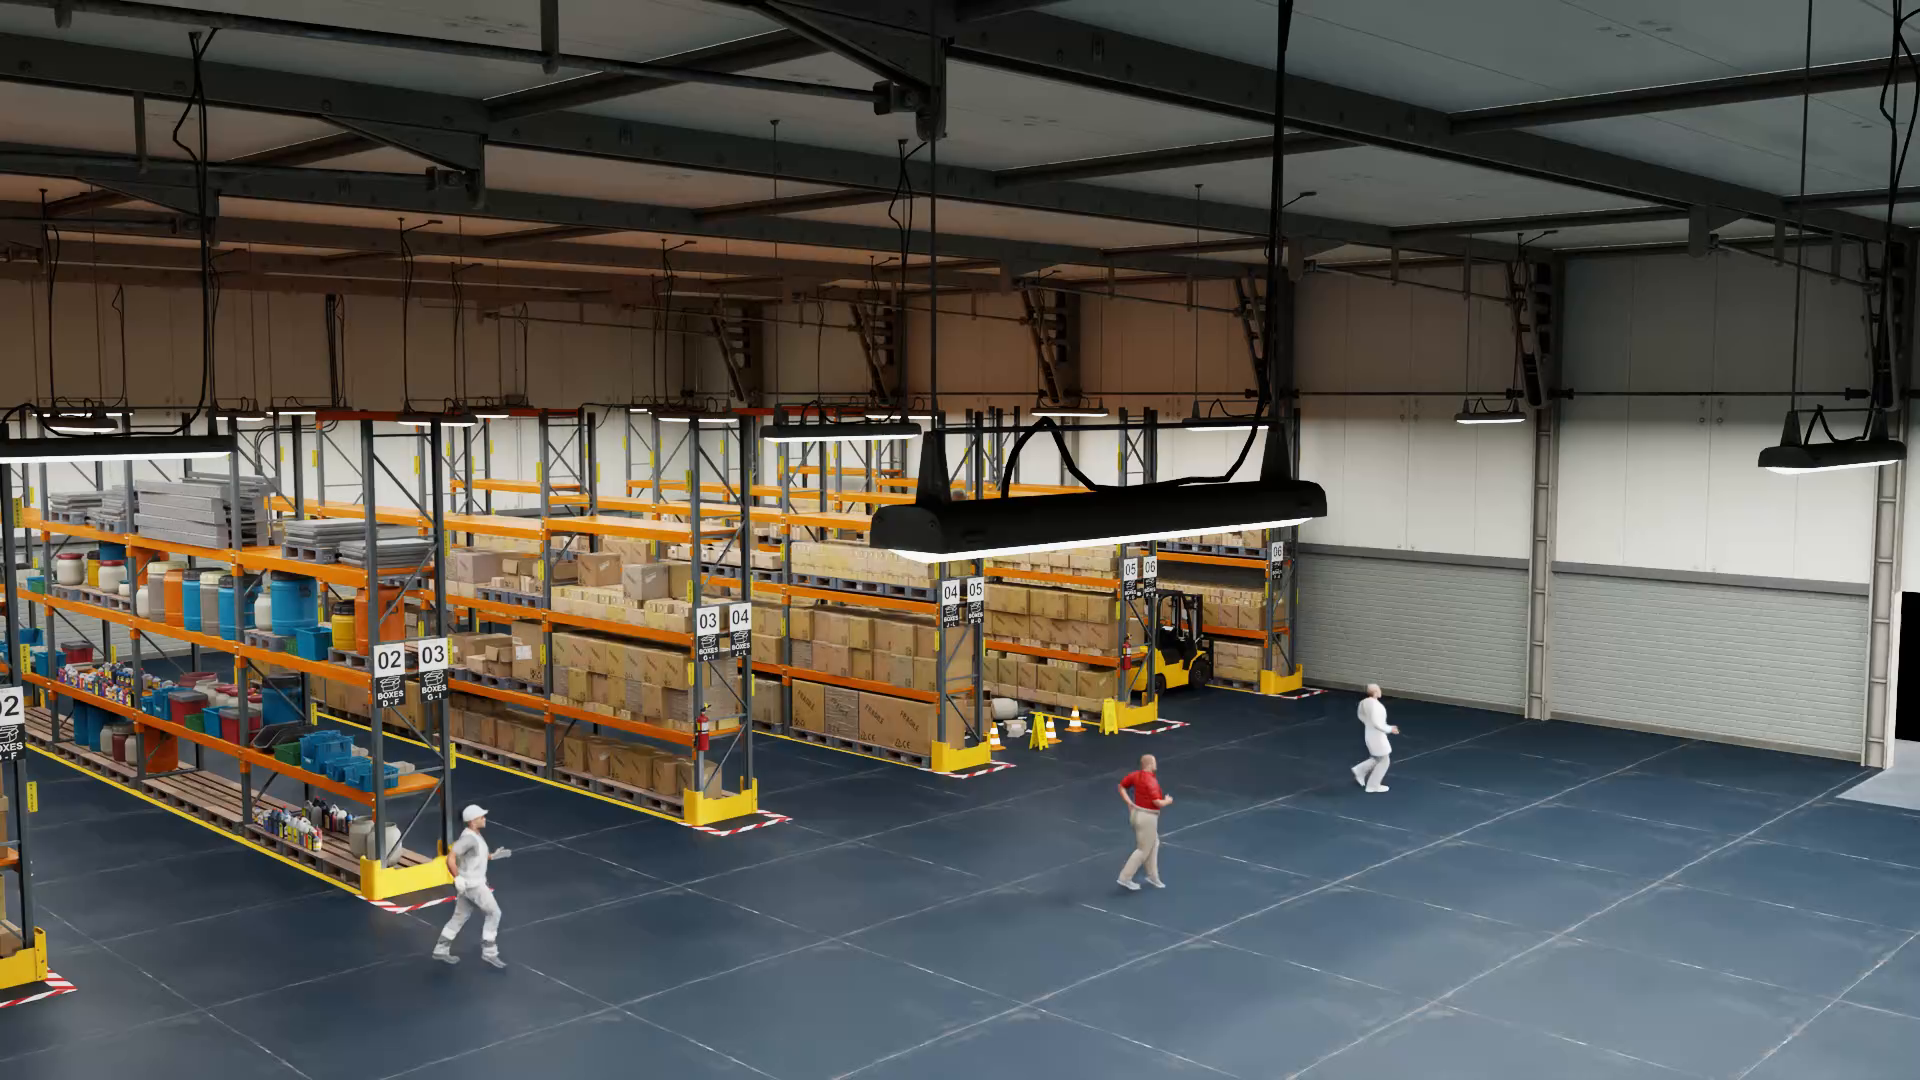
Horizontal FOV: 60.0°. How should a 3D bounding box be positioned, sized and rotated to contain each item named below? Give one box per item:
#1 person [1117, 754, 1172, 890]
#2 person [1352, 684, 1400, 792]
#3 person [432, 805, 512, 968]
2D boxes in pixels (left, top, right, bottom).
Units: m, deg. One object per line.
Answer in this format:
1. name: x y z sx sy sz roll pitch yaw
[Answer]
1. person: 2.322 3.614 21.119 0.795 1.805 0.678 -2 5 -21
2. person: 6.577 3.133 26.344 0.663 1.726 0.706 0 5 -5
3. person: -5.353 3.816 18.240 0.877 1.840 0.644 -2 5 -21
